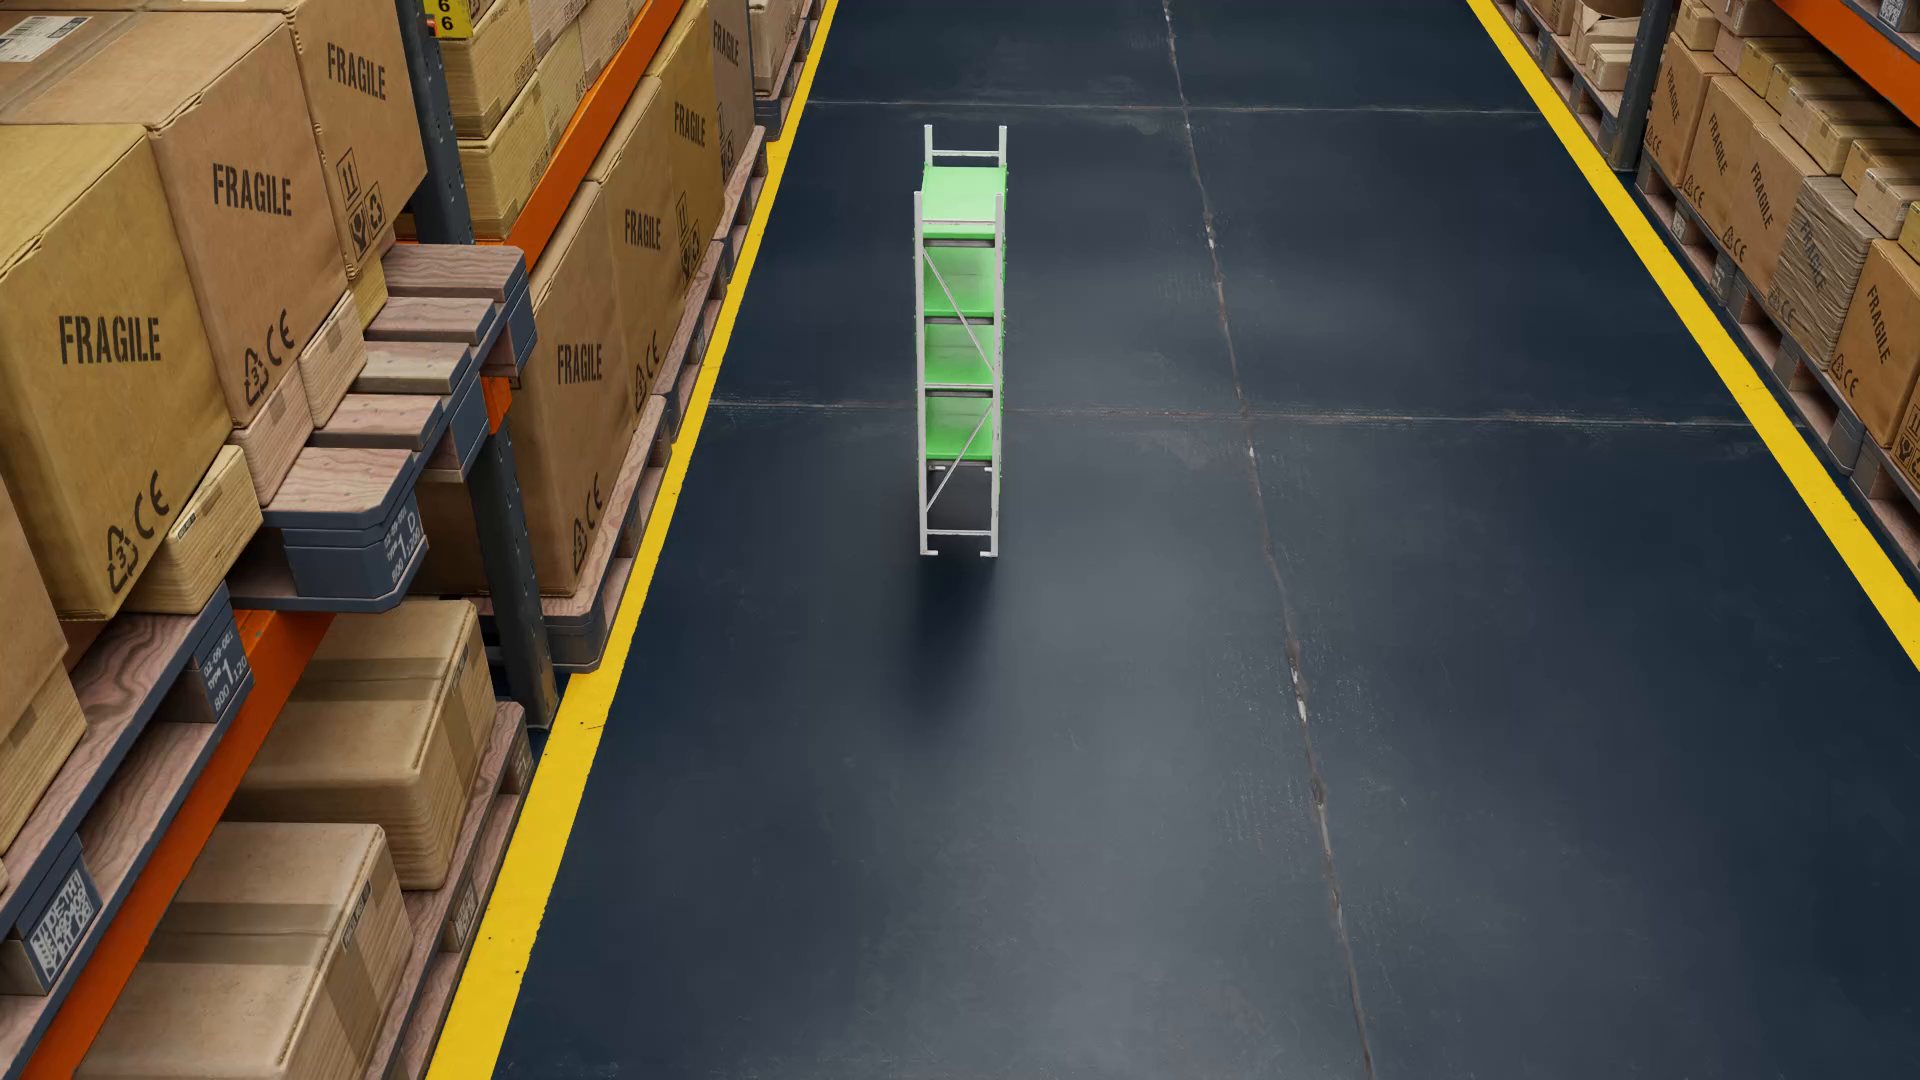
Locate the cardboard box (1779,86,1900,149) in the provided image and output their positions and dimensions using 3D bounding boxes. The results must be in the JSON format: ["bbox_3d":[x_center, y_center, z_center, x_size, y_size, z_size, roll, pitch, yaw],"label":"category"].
[{"bbox_3d":[3.251,-1.544,6.083,0.380,0.149,0.250,1,35,2],"label":"cardboard box"}]

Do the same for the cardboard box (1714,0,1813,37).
[{"bbox_3d":[3.266,-2.125,6.650,0.380,0.149,0.250,0,35,0],"label":"cardboard box"}]

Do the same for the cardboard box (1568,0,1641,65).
[{"bbox_3d":[3.253,-2.524,8.245,0.396,0.266,0.258,3,35,4],"label":"cardboard box"}]

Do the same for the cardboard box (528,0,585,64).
[{"bbox_3d":[-1.322,-1.479,4.441,0.500,0.250,0.500,2,35,3],"label":"cardboard box"}]

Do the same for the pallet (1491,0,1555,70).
[{"bbox_3d":[3.584,-2.895,9.186,1.003,0.211,1.213,1,35,2],"label":"pallet"}]

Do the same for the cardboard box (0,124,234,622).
[{"bbox_3d":[-1.381,-0.233,2.261,0.500,0.500,0.500,-1,35,-1],"label":"cardboard box"}]

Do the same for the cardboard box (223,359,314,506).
[{"bbox_3d":[-1.311,-0.182,2.754,0.380,0.149,0.250,0,35,0],"label":"cardboard box"}]

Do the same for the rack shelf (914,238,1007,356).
[{"bbox_3d":[0.007,-0.730,4.939,0.258,0.148,0.480,1,35,2],"label":"rack shelf"}]

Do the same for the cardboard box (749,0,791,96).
[{"bbox_3d":[-1.318,-2.533,8.109,0.875,0.438,0.875,1,35,1],"label":"cardboard box"}]

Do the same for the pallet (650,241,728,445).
[{"bbox_3d":[-1.452,-0.763,6.151,1.003,0.211,1.213,1,35,2],"label":"pallet"}]

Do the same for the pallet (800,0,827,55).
[{"bbox_3d":[-1.296,-3.048,9.404,1.003,0.211,1.213,1,35,2],"label":"pallet"}]

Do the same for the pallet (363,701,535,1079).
[{"bbox_3d":[-1.644,0.837,3.876,1.003,0.211,1.213,1,35,2],"label":"pallet"}]

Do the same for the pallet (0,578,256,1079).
[{"bbox_3d":[-1.650,0.464,2.148,1.003,0.211,1.213,1,35,2],"label":"pallet"}]

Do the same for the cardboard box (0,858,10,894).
[{"bbox_3d":[-1.354,0.418,1.900,0.380,0.149,0.250,3,35,4],"label":"cardboard box"}]

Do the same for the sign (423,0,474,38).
[{"bbox_3d":[-1.069,-1.187,3.393,0.100,0.325,0.005,1,35,2],"label":"sign"}]

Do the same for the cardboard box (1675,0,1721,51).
[{"bbox_3d":[3.229,-2.153,6.950,0.380,0.149,0.250,3,35,4],"label":"cardboard box"}]

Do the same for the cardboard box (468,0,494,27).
[{"bbox_3d":[-1.347,-1.481,3.792,0.500,0.500,0.500,0,35,0],"label":"cardboard box"}]

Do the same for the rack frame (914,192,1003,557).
[{"bbox_3d":[-0.003,-0.446,4.841,0.240,1.200,0.015,1,35,2],"label":"rack frame"}]

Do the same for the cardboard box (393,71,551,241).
[{"bbox_3d":[-1.340,-0.967,4.148,0.500,0.250,0.500,1,35,1],"label":"cardboard box"}]

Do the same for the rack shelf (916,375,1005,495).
[{"bbox_3d":[0.007,-0.337,5.215,0.258,0.148,0.480,1,35,2],"label":"rack shelf"}]

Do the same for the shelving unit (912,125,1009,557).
[{"bbox_3d":[0.007,-0.586,5.040,0.258,1.200,0.503,1,35,2],"label":"shelving unit"}]

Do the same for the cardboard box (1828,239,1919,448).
[{"bbox_3d":[3.200,-0.626,5.340,0.500,0.500,0.500,3,35,4],"label":"cardboard box"}]

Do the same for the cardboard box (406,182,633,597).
[{"bbox_3d":[-1.500,-0.451,4.765,0.875,0.875,0.875,1,35,1],"label":"cardboard box"}]

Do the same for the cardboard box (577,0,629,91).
[{"bbox_3d":[-1.310,-1.564,4.997,0.500,0.250,0.500,2,35,3],"label":"cardboard box"}]

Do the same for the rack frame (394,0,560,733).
[{"bbox_3d":[-1.611,-0.753,3.713,1.000,3.000,0.127,1,35,2],"label":"rack frame"}]

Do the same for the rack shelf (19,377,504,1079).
[{"bbox_3d":[-1.692,0.690,2.285,1.077,0.370,4.000,1,35,2],"label":"rack shelf"}]

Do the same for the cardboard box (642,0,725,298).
[{"bbox_3d":[-1.424,-1.477,6.225,0.875,0.875,0.875,2,35,3],"label":"cardboard box"}]

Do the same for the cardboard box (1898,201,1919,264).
[{"bbox_3d":[3.215,-0.946,5.233,0.380,0.149,0.250,1,35,1],"label":"cardboard box"}]

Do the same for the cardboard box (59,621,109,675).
[{"bbox_3d":[-1.444,0.117,2.327,0.380,0.149,0.250,2,35,2],"label":"cardboard box"}]

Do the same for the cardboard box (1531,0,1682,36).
[{"bbox_3d":[3.436,-2.950,8.648,0.700,0.500,0.500,0,35,0],"label":"cardboard box"}]

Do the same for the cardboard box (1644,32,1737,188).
[{"bbox_3d":[3.265,-1.815,7.033,0.500,0.500,0.500,3,35,4],"label":"cardboard box"}]

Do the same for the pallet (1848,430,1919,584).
[{"bbox_3d":[3.416,0.072,4.964,1.003,0.211,1.213,1,35,2],"label":"pallet"}]

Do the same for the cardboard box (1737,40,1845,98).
[{"bbox_3d":[3.296,-1.845,6.511,0.380,0.149,0.250,0,35,-1],"label":"cardboard box"}]

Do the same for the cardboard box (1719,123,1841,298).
[{"bbox_3d":[3.229,-1.222,6.189,0.500,0.500,0.500,0,35,0],"label":"cardboard box"}]

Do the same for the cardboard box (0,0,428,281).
[{"bbox_3d":[-1.352,-0.820,3.097,0.500,0.500,0.500,0,35,1],"label":"cardboard box"}]

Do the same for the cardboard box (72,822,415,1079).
[{"bbox_3d":[-1.665,0.899,3.283,0.950,0.372,0.625,1,35,1],"label":"cardboard box"}]

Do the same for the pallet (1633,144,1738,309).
[{"bbox_3d":[3.514,-1.330,6.958,1.003,0.211,1.213,1,35,2],"label":"pallet"}]

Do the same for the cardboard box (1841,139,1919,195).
[{"bbox_3d":[3.257,-1.246,5.659,0.380,0.149,0.250,1,35,2],"label":"cardboard box"}]

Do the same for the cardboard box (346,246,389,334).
[{"bbox_3d":[-1.328,-0.473,3.167,0.380,0.149,0.250,2,35,3],"label":"cardboard box"}]
